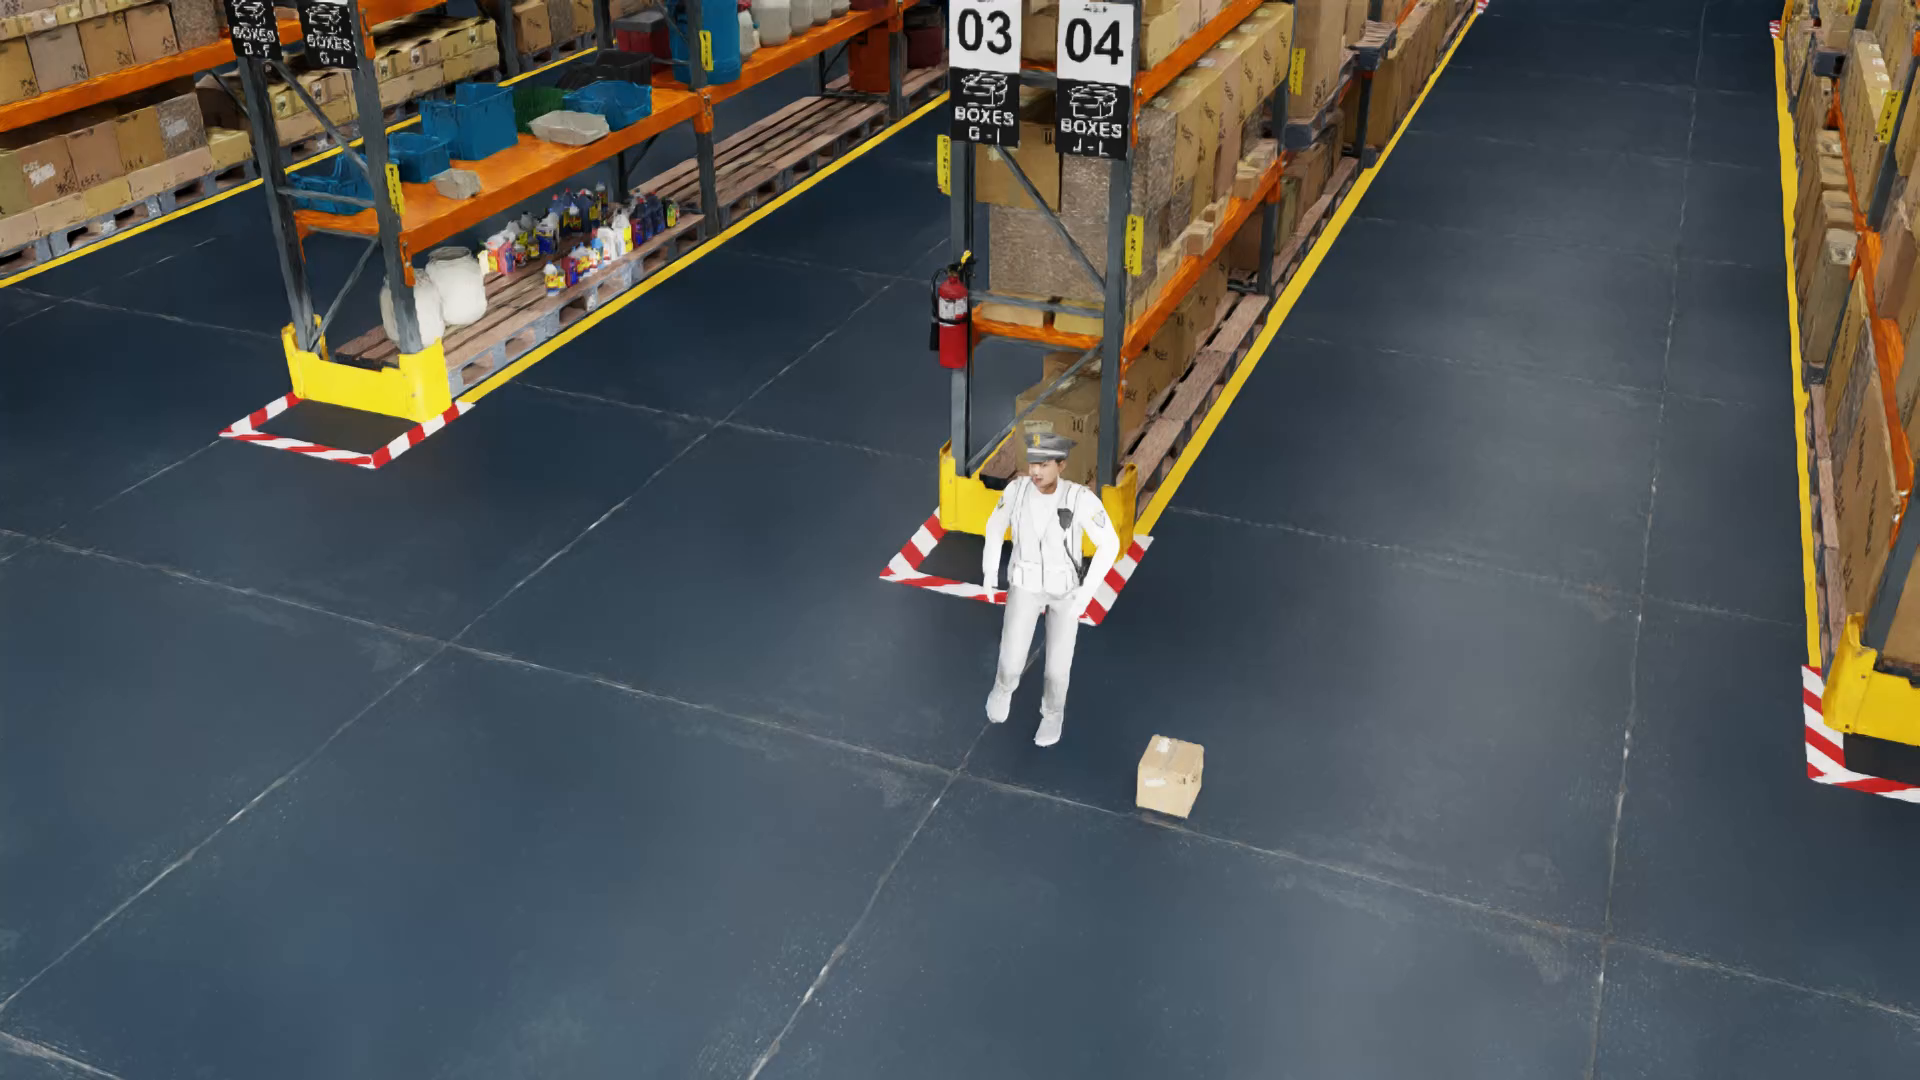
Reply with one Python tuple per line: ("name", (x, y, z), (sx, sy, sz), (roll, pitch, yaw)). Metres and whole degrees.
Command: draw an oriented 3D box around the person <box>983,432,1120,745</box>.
("person", (0.423, 0.249, 7.963), (0.654, 1.665, 0.470), (4, 30, 7))
